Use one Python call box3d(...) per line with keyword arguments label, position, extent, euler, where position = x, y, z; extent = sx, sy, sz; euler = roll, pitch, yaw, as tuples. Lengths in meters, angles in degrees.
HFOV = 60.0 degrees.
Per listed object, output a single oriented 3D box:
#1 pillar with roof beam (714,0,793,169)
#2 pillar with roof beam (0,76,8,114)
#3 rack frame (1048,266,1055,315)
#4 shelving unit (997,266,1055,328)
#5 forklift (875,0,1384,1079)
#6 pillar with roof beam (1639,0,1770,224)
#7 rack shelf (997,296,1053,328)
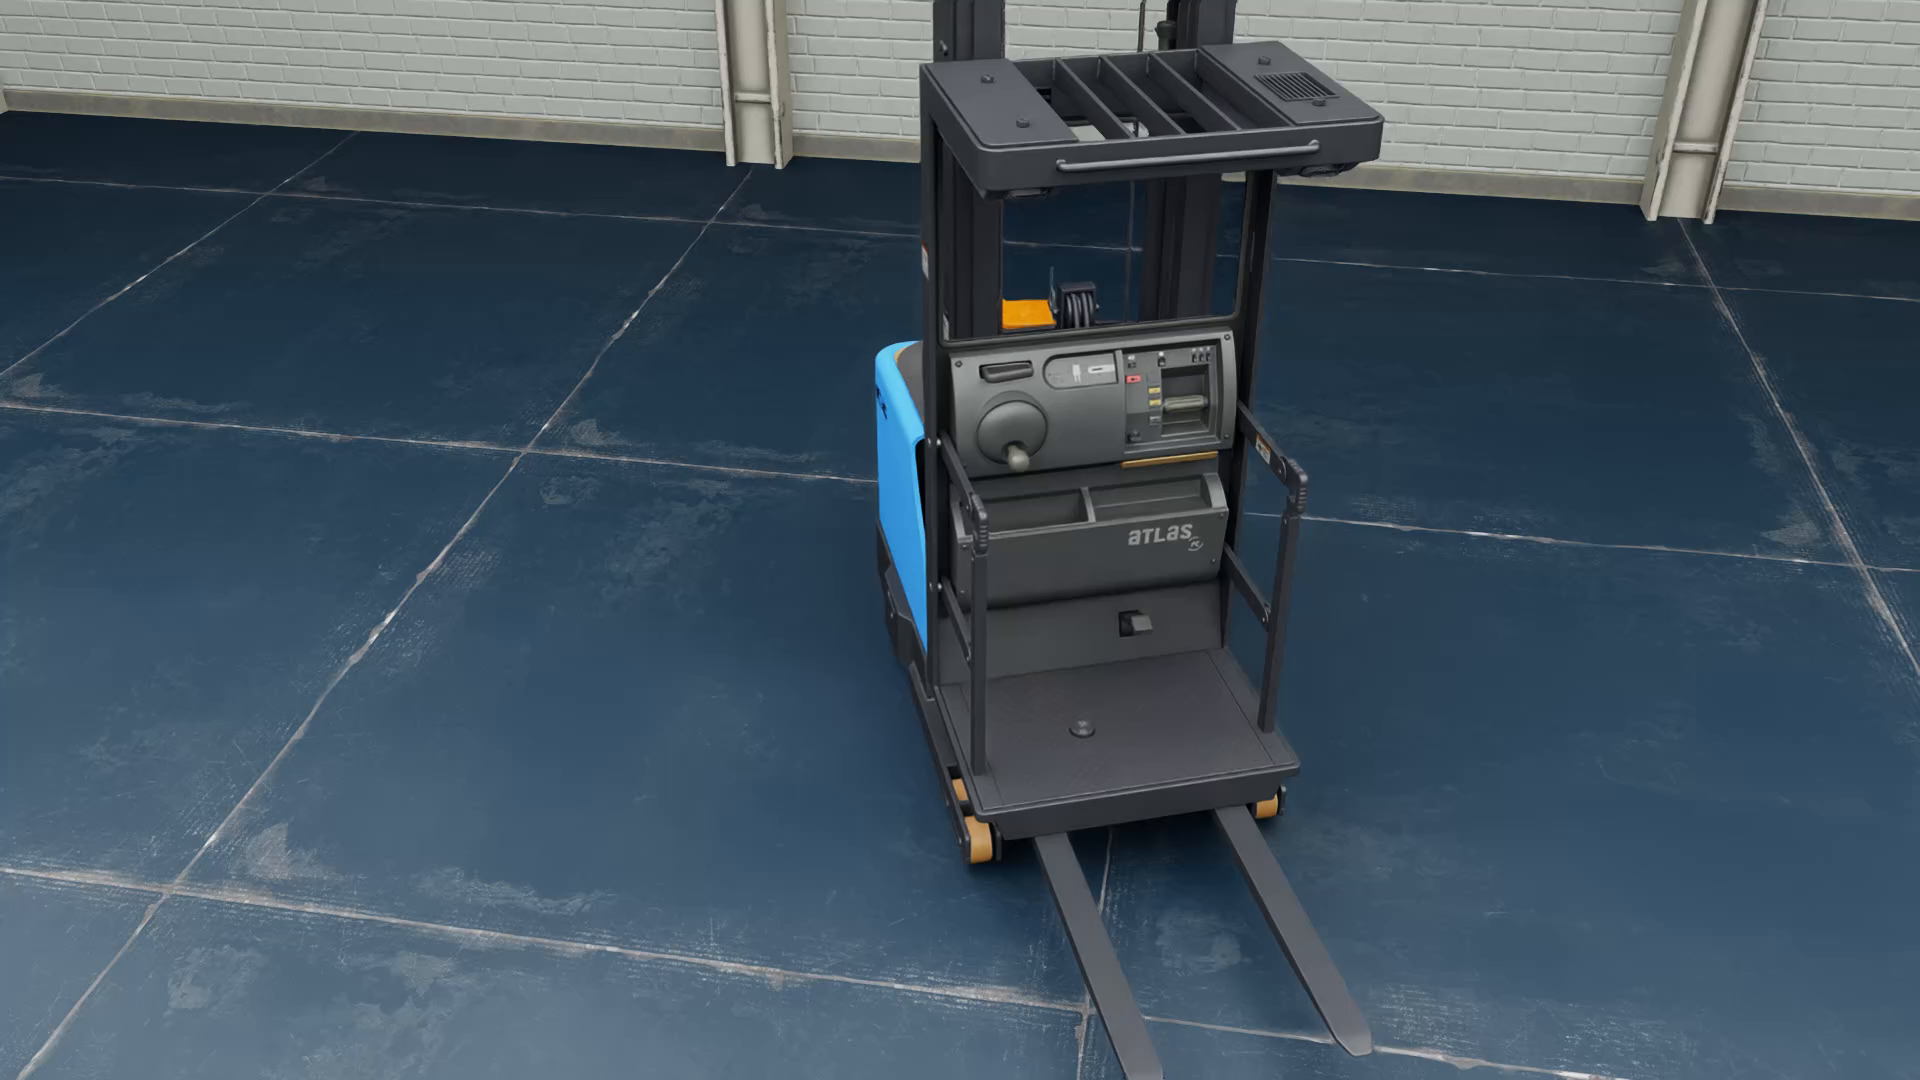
box3d(label="pillar with roof beam", position=(-2.093, -4.174, 5.438), extent=(0.400, 9.000, 9.100), euler=(5, 32, 8))
box3d(label="pillar with roof beam", position=(-8.008, -4.710, 6.293), extent=(0.400, 9.000, 9.100), euler=(5, 32, 8))
box3d(label="rack frame", position=(0.380, -0.545, 6.990), extent=(0.015, 1.200, 0.240), euler=(-2, 32, -4))
box3d(label="shelving unit", position=(0.137, -0.534, 6.973), extent=(0.503, 1.200, 0.258), euler=(-2, 32, -4))
box3d(label="forklift", position=(0.480, -0.387, 5.106), extent=(1.130, 2.935, 3.031), euler=(-7, 33, -11))
box3d(label="pillar with roof beam", position=(3.821, -3.639, 4.582), extent=(0.400, 9.000, 9.100), euler=(5, 32, 8))
box3d(label="rack shelf", position=(0.137, -0.868, 6.765), extent=(0.480, 0.148, 0.258), euler=(-2, 32, -4))
